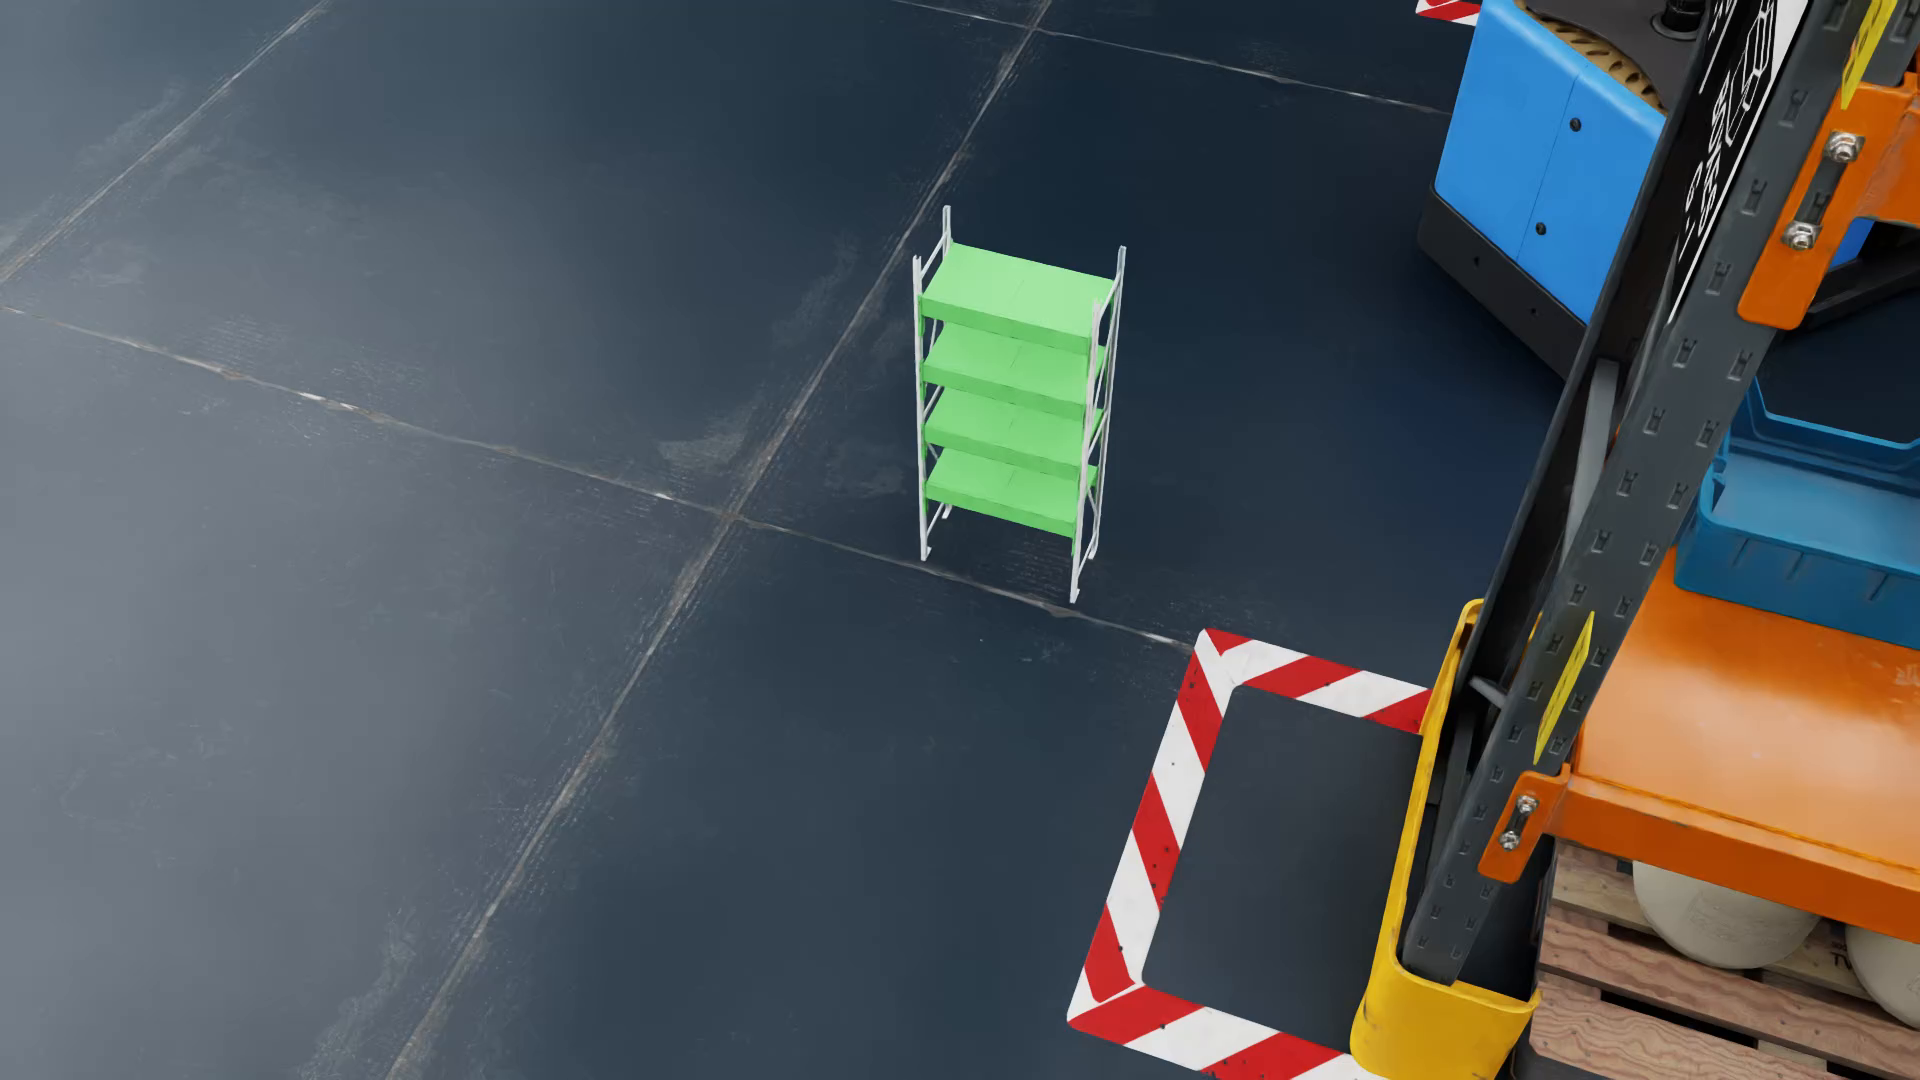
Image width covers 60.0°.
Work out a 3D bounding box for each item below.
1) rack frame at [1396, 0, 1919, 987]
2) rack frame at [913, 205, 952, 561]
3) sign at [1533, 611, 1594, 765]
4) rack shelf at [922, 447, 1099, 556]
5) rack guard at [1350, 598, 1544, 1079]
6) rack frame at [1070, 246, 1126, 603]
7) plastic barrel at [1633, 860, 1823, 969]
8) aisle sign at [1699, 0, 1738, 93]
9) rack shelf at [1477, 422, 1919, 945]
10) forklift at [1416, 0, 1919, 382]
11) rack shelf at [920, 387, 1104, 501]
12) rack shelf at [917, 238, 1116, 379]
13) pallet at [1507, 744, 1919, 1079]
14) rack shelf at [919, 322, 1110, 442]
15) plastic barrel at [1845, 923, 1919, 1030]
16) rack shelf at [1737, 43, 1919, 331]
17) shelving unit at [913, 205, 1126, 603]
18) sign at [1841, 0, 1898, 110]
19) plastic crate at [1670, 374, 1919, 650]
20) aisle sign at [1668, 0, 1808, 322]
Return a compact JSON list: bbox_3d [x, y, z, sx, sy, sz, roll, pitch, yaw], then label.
[{"bbox_3d":[1.231,-0.040,3.300,0.127,3.000,1.000,16,51,13],"label":"rack frame"},{"bbox_3d":[-0.074,-0.414,4.814,0.015,1.200,0.240,16,51,13],"label":"rack frame"},{"bbox_3d":[1.036,0.258,2.858,0.005,0.325,0.100,16,51,13],"label":"sign"},{"bbox_3d":[0.155,-0.151,4.989,0.480,0.148,0.258,16,51,13],"label":"rack shelf"},{"bbox_3d":[1.318,0.765,4.256,0.348,0.500,1.175,16,51,13],"label":"rack guard"},{"bbox_3d":[0.384,-0.286,4.704,0.015,1.200,0.240,16,51,13],"label":"rack frame"},{"bbox_3d":[1.875,0.756,3.979,0.421,0.512,0.421,0,49,0],"label":"plastic barrel"},{"bbox_3d":[1.266,-1.121,2.516,0.004,0.787,0.394,16,51,13],"label":"aisle sign"},{"bbox_3d":[3.107,0.719,3.118,4.000,0.370,1.077,16,51,13],"label":"rack shelf"},{"bbox_3d":[3.226,-2.219,5.234,3.031,2.935,1.130,-21,52,-17],"label":"forklift"},{"bbox_3d":[0.155,-0.308,4.807,0.480,0.148,0.258,16,51,13],"label":"rack shelf"},{"bbox_3d":[0.155,-0.622,4.445,0.480,0.148,0.258,16,51,13],"label":"rack shelf"},{"bbox_3d":[2.079,1.076,4.177,1.213,0.211,1.003,16,51,13],"label":"pallet"},{"bbox_3d":[0.155,-0.465,4.626,0.480,0.148,0.258,16,51,13],"label":"rack shelf"},{"bbox_3d":[2.345,0.887,3.865,0.421,0.512,0.421,0,49,0],"label":"plastic barrel"},{"bbox_3d":[3.107,-0.263,1.984,4.000,0.370,1.077,16,51,13],"label":"rack shelf"},{"bbox_3d":[0.155,-0.350,4.759,0.503,1.200,0.258,16,51,13],"label":"shelving unit"},{"bbox_3d":[1.036,-0.636,1.826,0.005,0.325,0.100,16,51,13],"label":"sign"},{"bbox_3d":[1.804,-0.072,3.426,0.616,0.251,0.499,16,51,13],"label":"plastic crate"},{"bbox_3d":[1.062,-0.703,2.154,0.004,0.787,0.394,16,51,13],"label":"aisle sign"}]
